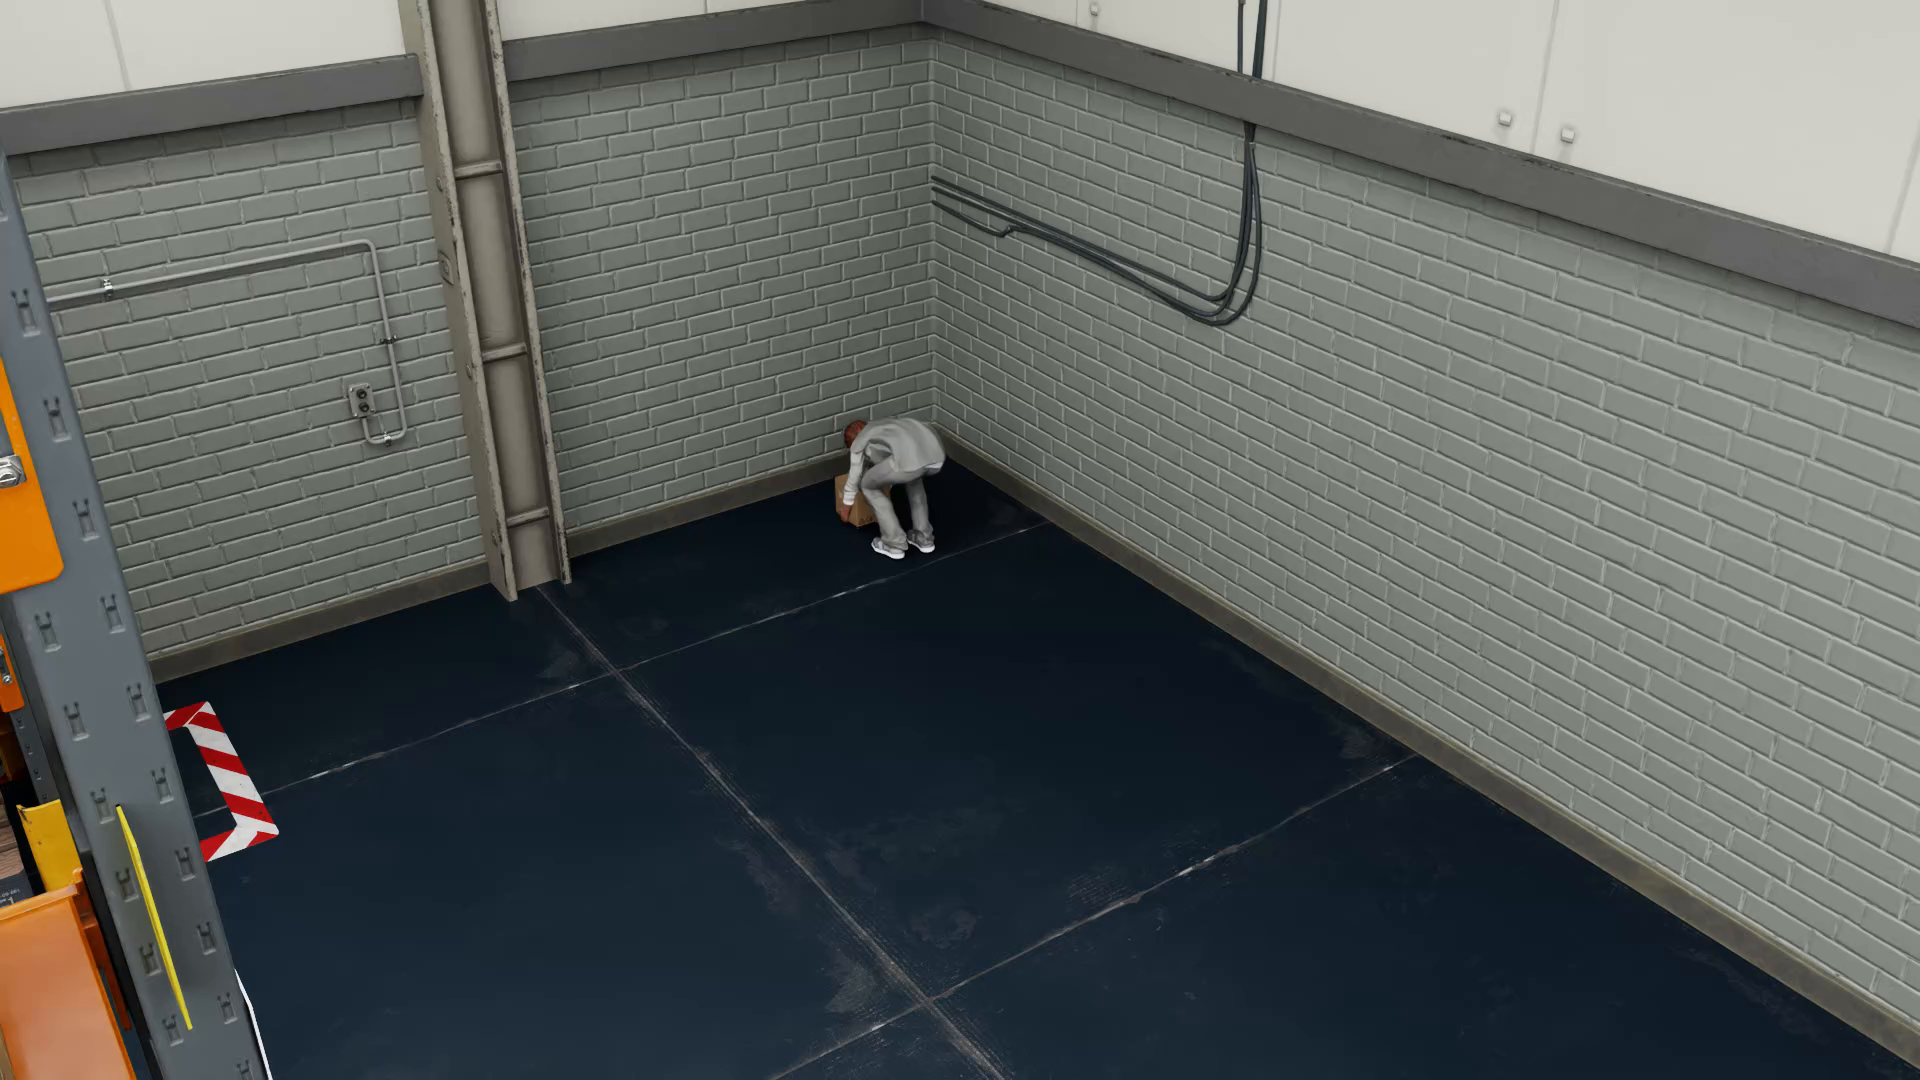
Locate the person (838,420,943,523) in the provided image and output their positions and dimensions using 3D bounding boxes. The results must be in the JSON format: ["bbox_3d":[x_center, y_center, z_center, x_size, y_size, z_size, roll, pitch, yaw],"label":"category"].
[{"bbox_3d":[-0.428,-0.374,10.057,0.353,0.801,0.840,-21,35,-33],"label":"person"}]
